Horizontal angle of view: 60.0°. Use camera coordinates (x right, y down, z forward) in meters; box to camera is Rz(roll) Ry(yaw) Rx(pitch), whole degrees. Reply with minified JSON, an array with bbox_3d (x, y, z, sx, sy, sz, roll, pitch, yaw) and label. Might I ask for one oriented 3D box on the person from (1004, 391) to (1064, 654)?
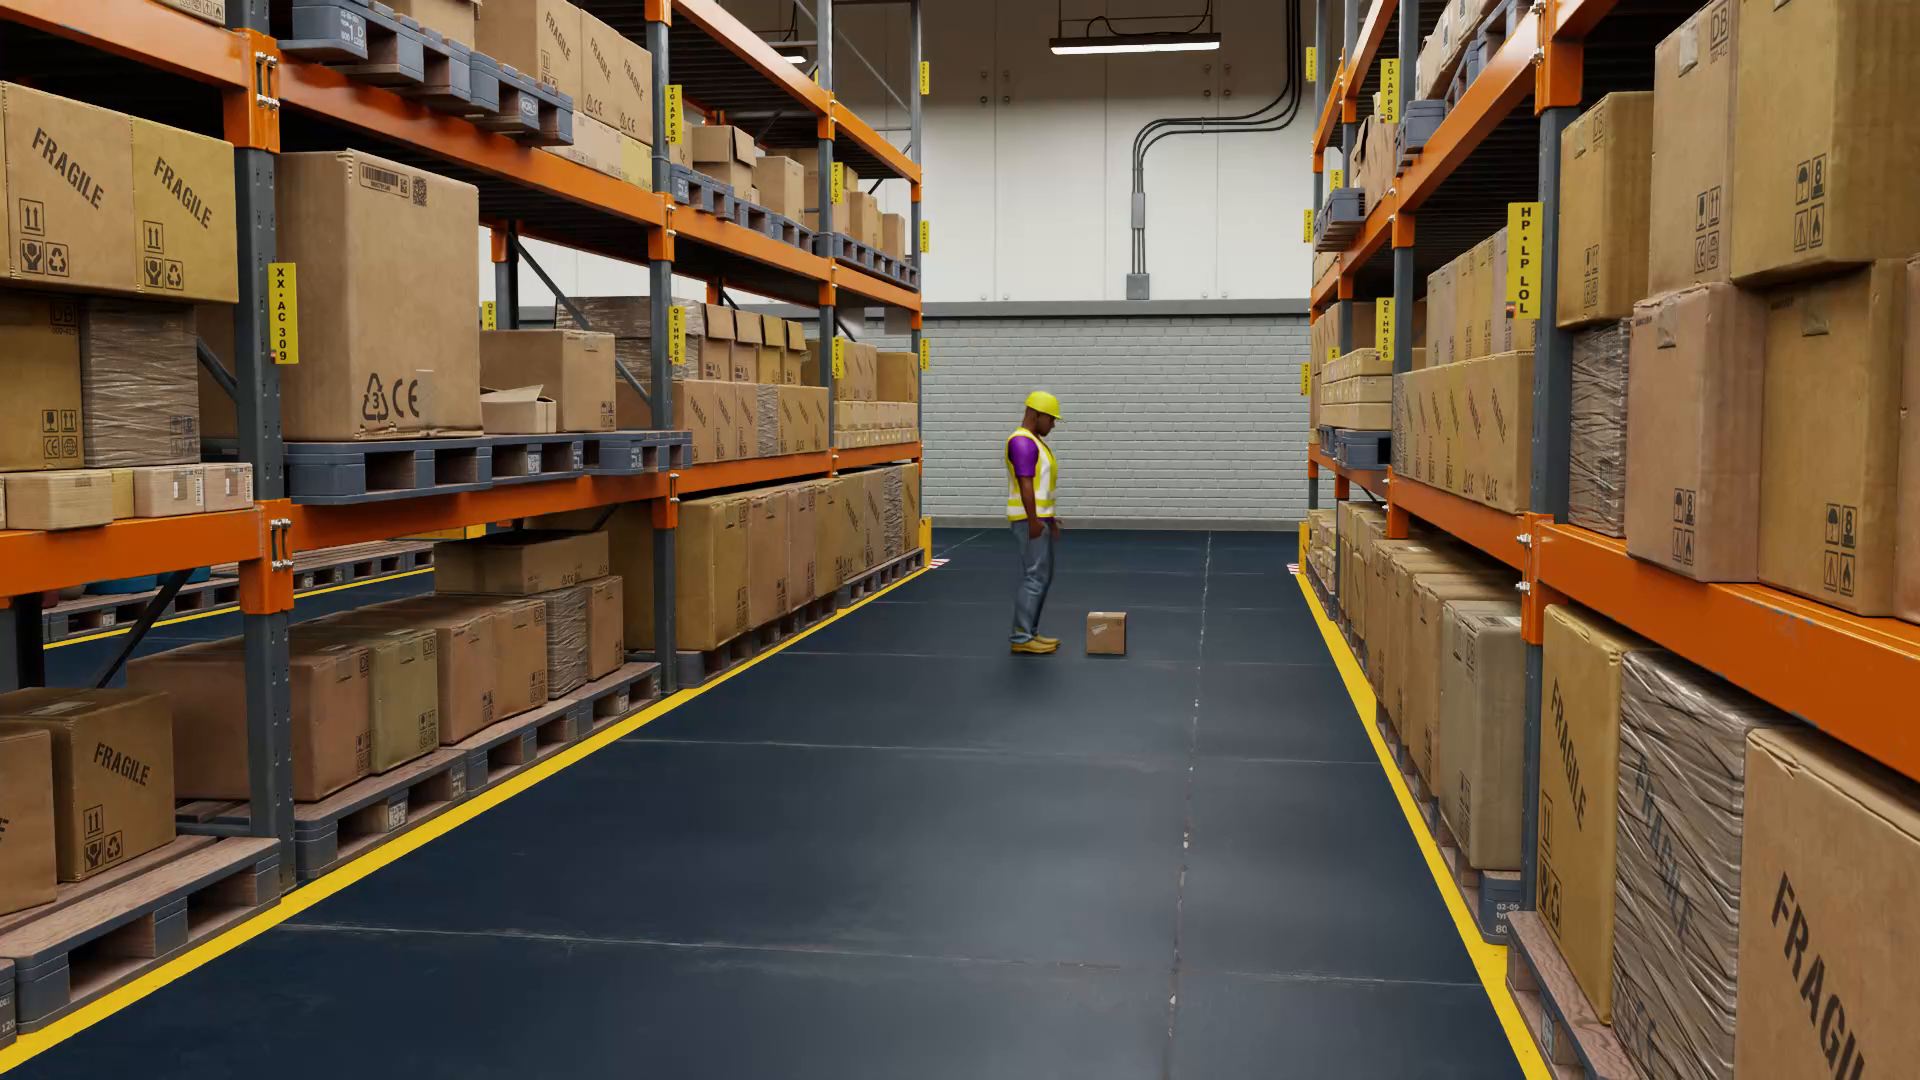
[{"bbox_3d":[0.508,-0.129,11.250,0.384,1.751,0.573,1,5,10],"label":"person"}]
